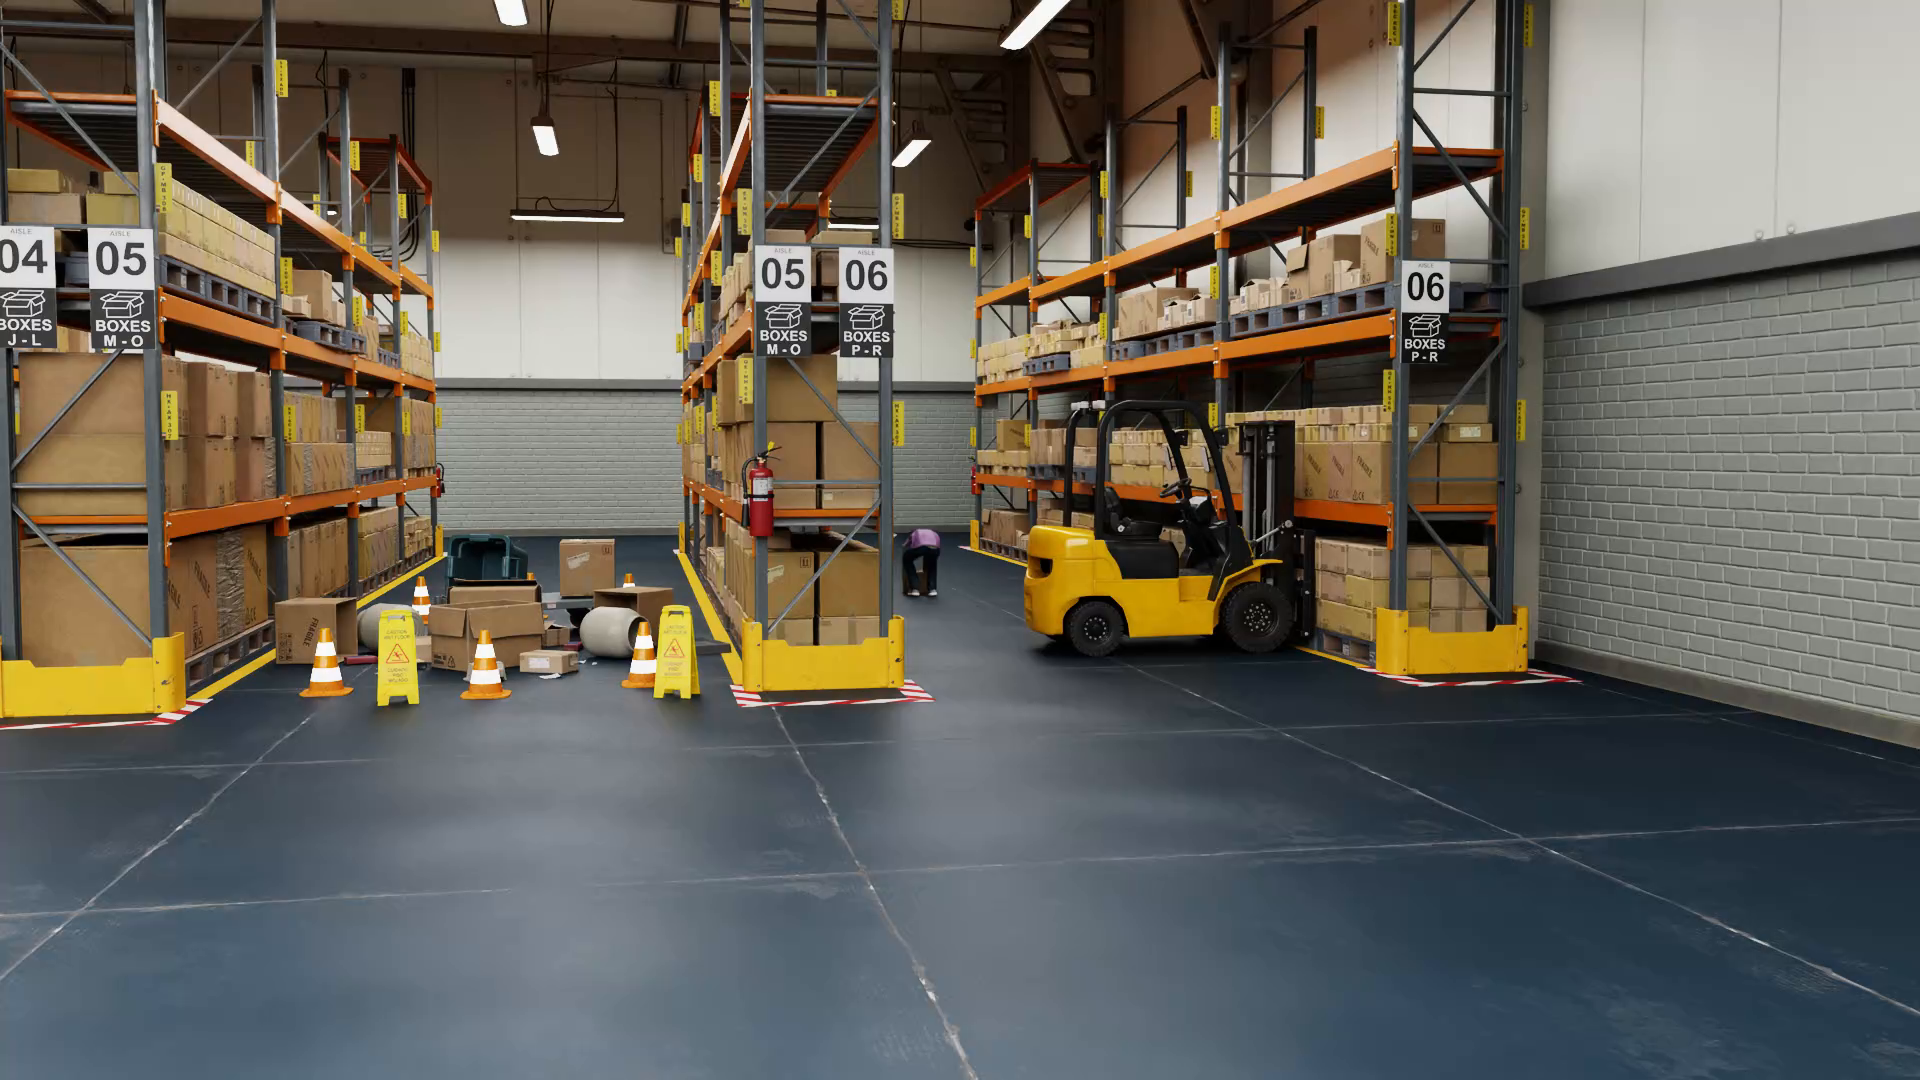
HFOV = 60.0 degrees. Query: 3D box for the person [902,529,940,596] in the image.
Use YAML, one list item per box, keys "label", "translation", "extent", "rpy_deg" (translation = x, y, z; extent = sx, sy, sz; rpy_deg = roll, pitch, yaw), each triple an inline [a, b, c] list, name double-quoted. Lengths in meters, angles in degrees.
- label: "person"
  translation: [-0.475, 0.267, 19.785]
  extent: [0.424, 0.808, 0.864]
  rpy_deg: [-1, 3, -14]
